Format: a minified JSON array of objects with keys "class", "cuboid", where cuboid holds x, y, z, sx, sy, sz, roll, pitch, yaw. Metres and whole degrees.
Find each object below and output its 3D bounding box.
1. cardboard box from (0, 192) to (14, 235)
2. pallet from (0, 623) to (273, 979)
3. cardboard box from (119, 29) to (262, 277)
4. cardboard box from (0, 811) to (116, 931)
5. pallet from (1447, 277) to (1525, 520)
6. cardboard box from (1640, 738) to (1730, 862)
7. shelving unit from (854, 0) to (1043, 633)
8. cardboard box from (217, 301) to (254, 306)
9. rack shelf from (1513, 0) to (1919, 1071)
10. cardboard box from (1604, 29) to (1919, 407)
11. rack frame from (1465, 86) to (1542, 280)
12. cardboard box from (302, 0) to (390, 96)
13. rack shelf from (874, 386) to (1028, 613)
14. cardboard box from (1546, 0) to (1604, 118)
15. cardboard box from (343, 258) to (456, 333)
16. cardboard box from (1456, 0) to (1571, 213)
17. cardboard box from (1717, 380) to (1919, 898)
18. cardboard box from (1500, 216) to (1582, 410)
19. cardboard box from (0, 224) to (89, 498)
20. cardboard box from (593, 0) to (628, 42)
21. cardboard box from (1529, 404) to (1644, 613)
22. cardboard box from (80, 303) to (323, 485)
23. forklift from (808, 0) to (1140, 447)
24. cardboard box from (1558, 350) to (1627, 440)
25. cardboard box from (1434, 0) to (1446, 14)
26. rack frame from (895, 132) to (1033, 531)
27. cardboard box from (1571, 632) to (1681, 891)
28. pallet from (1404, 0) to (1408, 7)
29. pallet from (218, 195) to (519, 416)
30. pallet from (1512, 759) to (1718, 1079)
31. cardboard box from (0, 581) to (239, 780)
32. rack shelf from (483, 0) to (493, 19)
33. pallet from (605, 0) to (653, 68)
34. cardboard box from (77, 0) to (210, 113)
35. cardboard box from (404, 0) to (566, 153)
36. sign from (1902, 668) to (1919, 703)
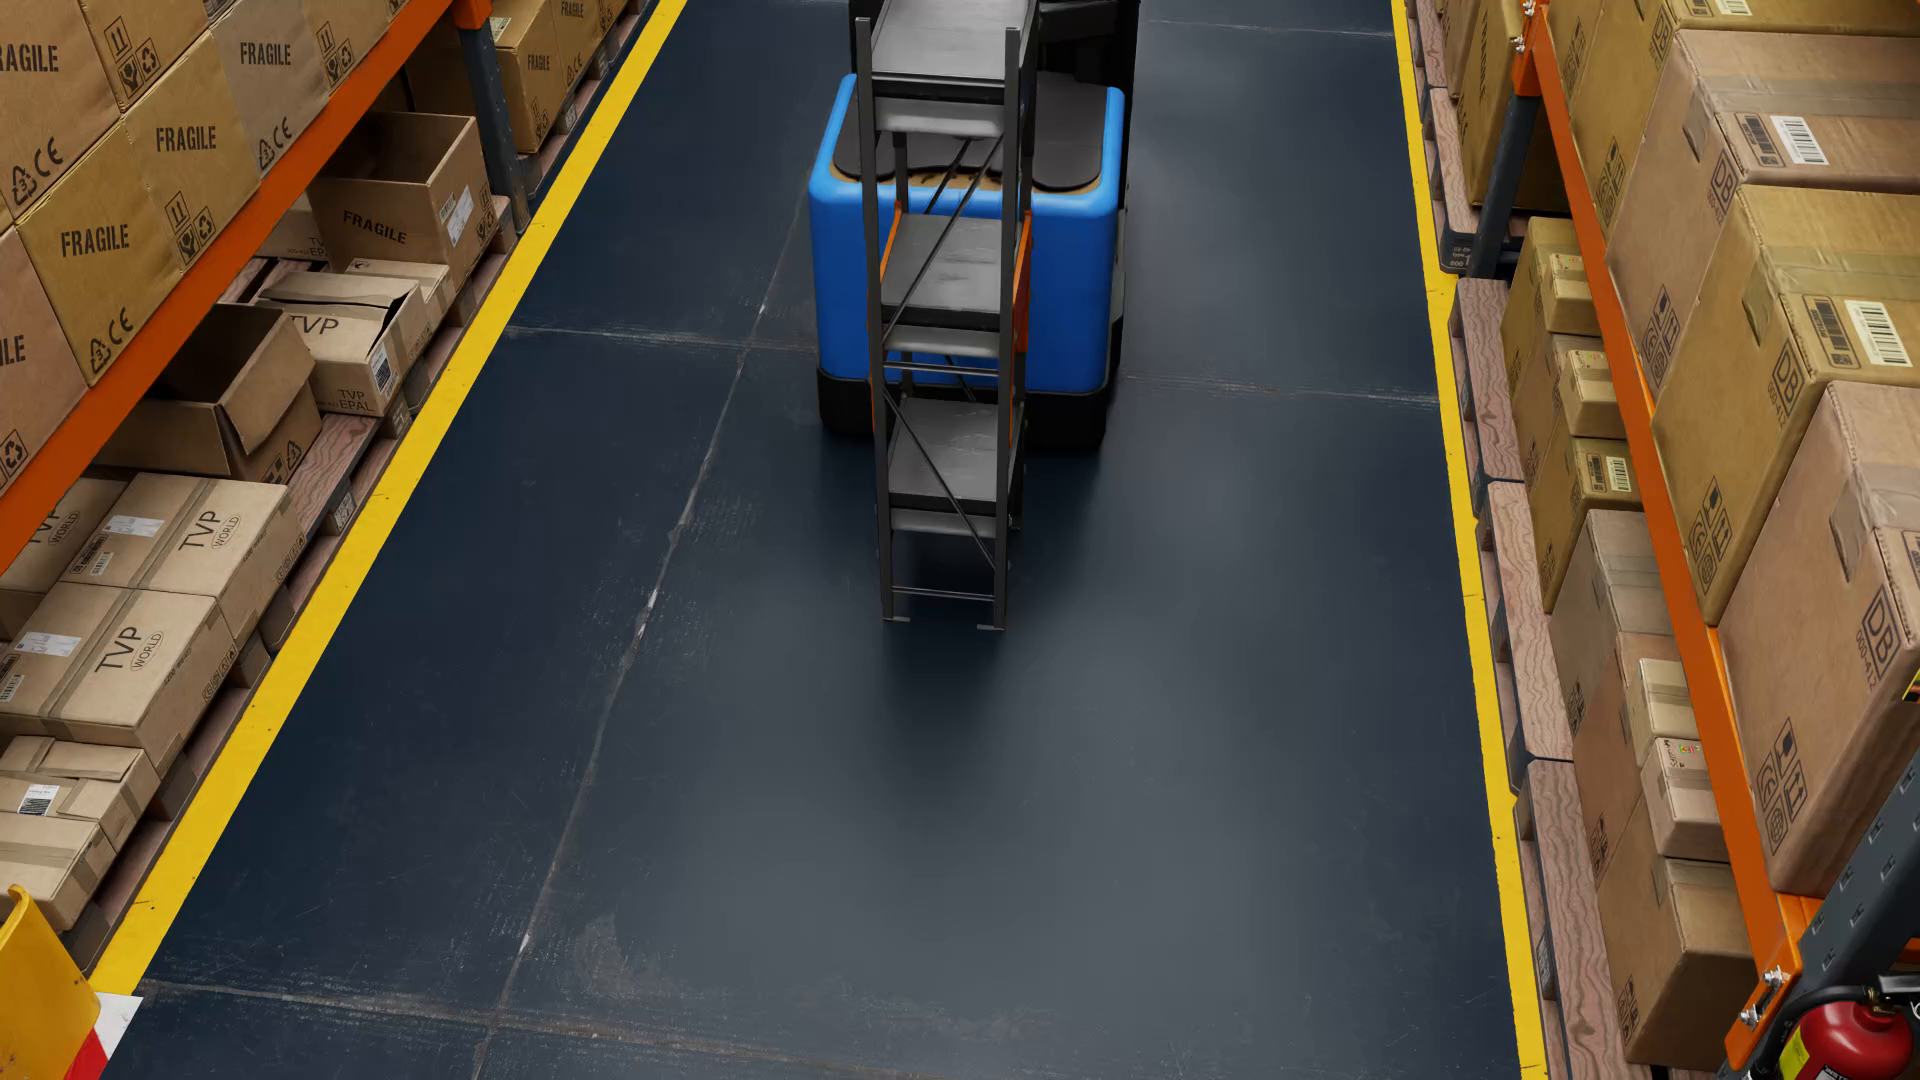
[{"class":"cardboard box","cuboid":[-2.509,-0.786,3.599,0.500,0.500,0.500,6,44,6]},{"class":"pallet","cuboid":[-2.776,0.666,4.893,1.003,0.211,1.213,5,44,6]},{"class":"cardboard box","cuboid":[-2.371,-1.101,4.658,0.500,0.500,0.500,6,44,6]},{"class":"cardboard box","cuboid":[-2.495,0.870,4.403,0.380,0.149,0.250,5,44,6]},{"class":"pallet","cuboid":[2.370,-0.506,6.131,1.003,0.211,1.213,5,44,6]},{"class":"cardboard box","cuboid":[1.849,0.626,3.948,0.380,0.149,0.250,5,44,5]},{"class":"shelving unit","cuboid":[-0.022,-0.650,4.909,0.431,2.100,0.503,5,44,6]},{"class":"cardboard box","cuboid":[-2.737,-0.752,6.103,0.380,0.166,0.250,5,44,6]},{"class":"rack shelf","cuboid":[2.284,-0.406,4.520,1.077,0.370,4.000,5,44,6]},{"class":"cardboard box","cuboid":[2.272,-0.777,4.171,0.980,0.700,0.700,3,44,3]},{"class":"rack frame","cuboid":[2.549,-2.030,5.712,1.000,3.000,0.127,5,44,6]},{"class":"cardboard box","cuboid":[-2.241,-1.798,5.395,0.500,0.500,0.500,6,44,7]},{"class":"rack shelf","cuboid":[-0.022,-0.131,5.400,0.431,0.518,0.480,5,44,6]},{"class":"cardboard box","cuboid":[2.461,-1.771,5.220,0.980,0.700,0.700,6,44,6]},{"class":"cardboard box","cuboid":[-2.146,-0.927,6.301,0.380,0.149,0.250,5,44,6]},{"class":"cardboard box","cuboid":[2.506,-1.857,6.787,0.750,0.750,0.750,6,44,6]},{"class":"cardboard box","cuboid":[2.077,0.239,3.098,0.980,0.700,0.700,7,44,7]},{"class":"cardboard box","cuboid":[2.348,-0.774,5.899,0.700,0.500,0.500,6,44,6]},{"class":"cardboard box","cuboid":[-2.508,-0.418,3.937,0.500,0.500,0.500,5,44,5]},{"class":"cardboard box","cuboid":[-1.924,-2.742,7.962,0.500,0.500,0.500,6,44,6]},{"class":"cardboard box","cuboid":[2.208,-0.083,5.168,0.700,0.500,0.500,6,44,6]},{"class":"cardboard box","cuboid":[-2.605,-0.450,5.539,0.797,0.503,0.637,5,44,6]},{"class":"forklift","cuboid":[0.152,-2.411,6.165,1.130,2.935,3.031,4,44,4]},{"class":"cardboard box","cuboid":[2.053,-0.437,5.071,0.380,0.149,0.250,4,44,4]},{"class":"cardboard box","cuboid":[2.728,-3.042,8.039,0.750,0.750,0.750,5,44,5]},{"class":"rack frame","cuboid":[0.010,-0.816,5.085,0.400,2.100,0.015,5,44,6]},{"class":"cardboard box","cuboid":[2.079,0.624,4.422,0.700,0.500,0.500,5,44,5]},{"class":"pallet","cuboid":[2.898,-3.213,8.990,1.003,0.211,1.213,5,44,6]},{"class":"pallet","cuboid":[-2.454,-0.997,6.650,1.003,0.211,1.213,5,44,6]},{"class":"pallet","cuboid":[2.048,1.157,4.375,1.003,0.211,1.213,5,44,6]},{"class":"cardboard box","cuboid":[-2.472,0.402,4.824,0.500,0.250,0.500,5,44,6]},{"class":"rack shelf","cuboid":[-2.098,-3.579,7.872,1.077,0.370,4.000,5,44,6]},{"class":"pallet","cuboid":[-2.133,-2.857,8.613,1.003,0.211,1.213,5,44,6]},{"class":"cardboard box","cuboid":[-2.372,-1.473,4.324,0.500,0.500,0.500,5,44,5]},{"class":"cardboard box","cuboid":[-2.057,-2.037,7.218,0.500,0.500,0.500,3,44,4]},{"class":"sign","cuboid":[1.484,0.131,2.416,0.100,0.325,0.005,5,44,6]}]
